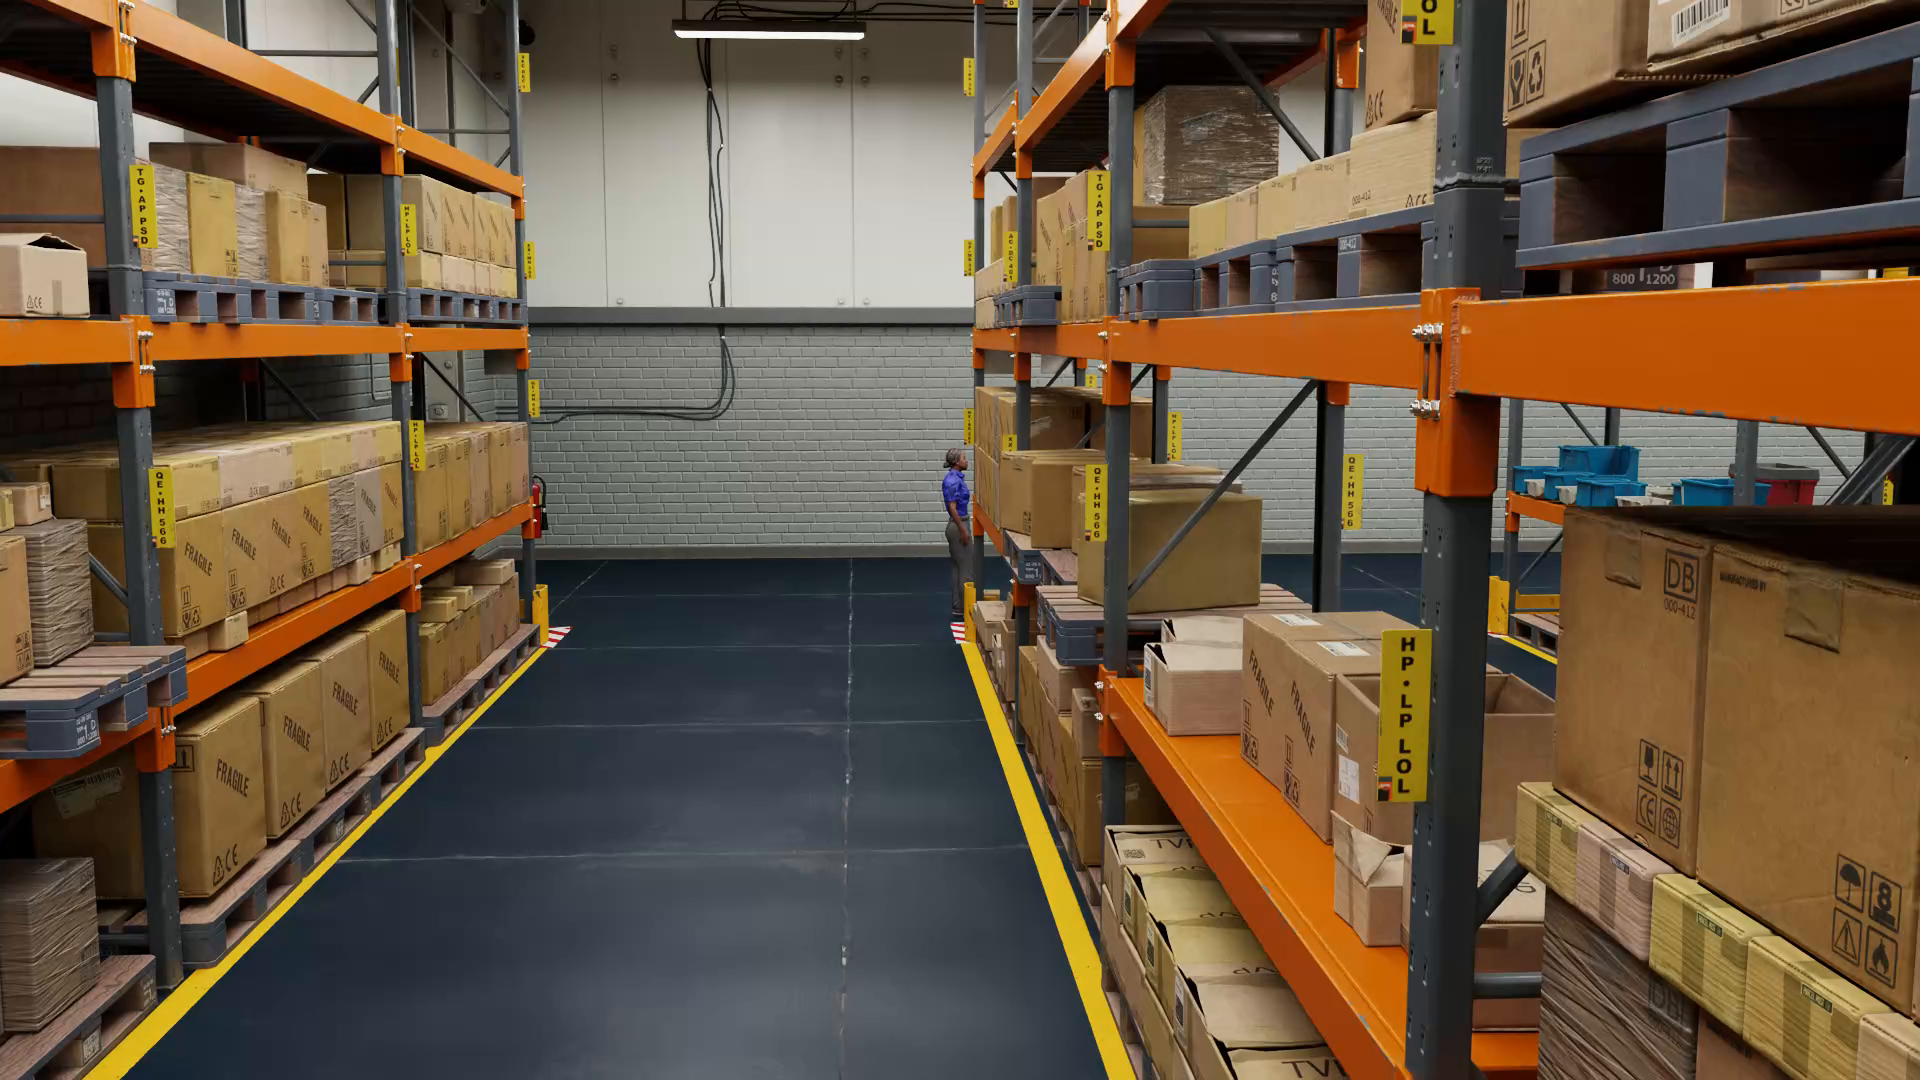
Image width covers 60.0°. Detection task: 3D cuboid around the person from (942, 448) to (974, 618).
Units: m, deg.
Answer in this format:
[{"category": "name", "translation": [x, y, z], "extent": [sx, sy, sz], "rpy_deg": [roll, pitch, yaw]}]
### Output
[{"category": "person", "translation": [0.078, -0.069, 16.268], "extent": [0.502, 1.657, 0.570], "rpy_deg": [0, 7, 2]}]
